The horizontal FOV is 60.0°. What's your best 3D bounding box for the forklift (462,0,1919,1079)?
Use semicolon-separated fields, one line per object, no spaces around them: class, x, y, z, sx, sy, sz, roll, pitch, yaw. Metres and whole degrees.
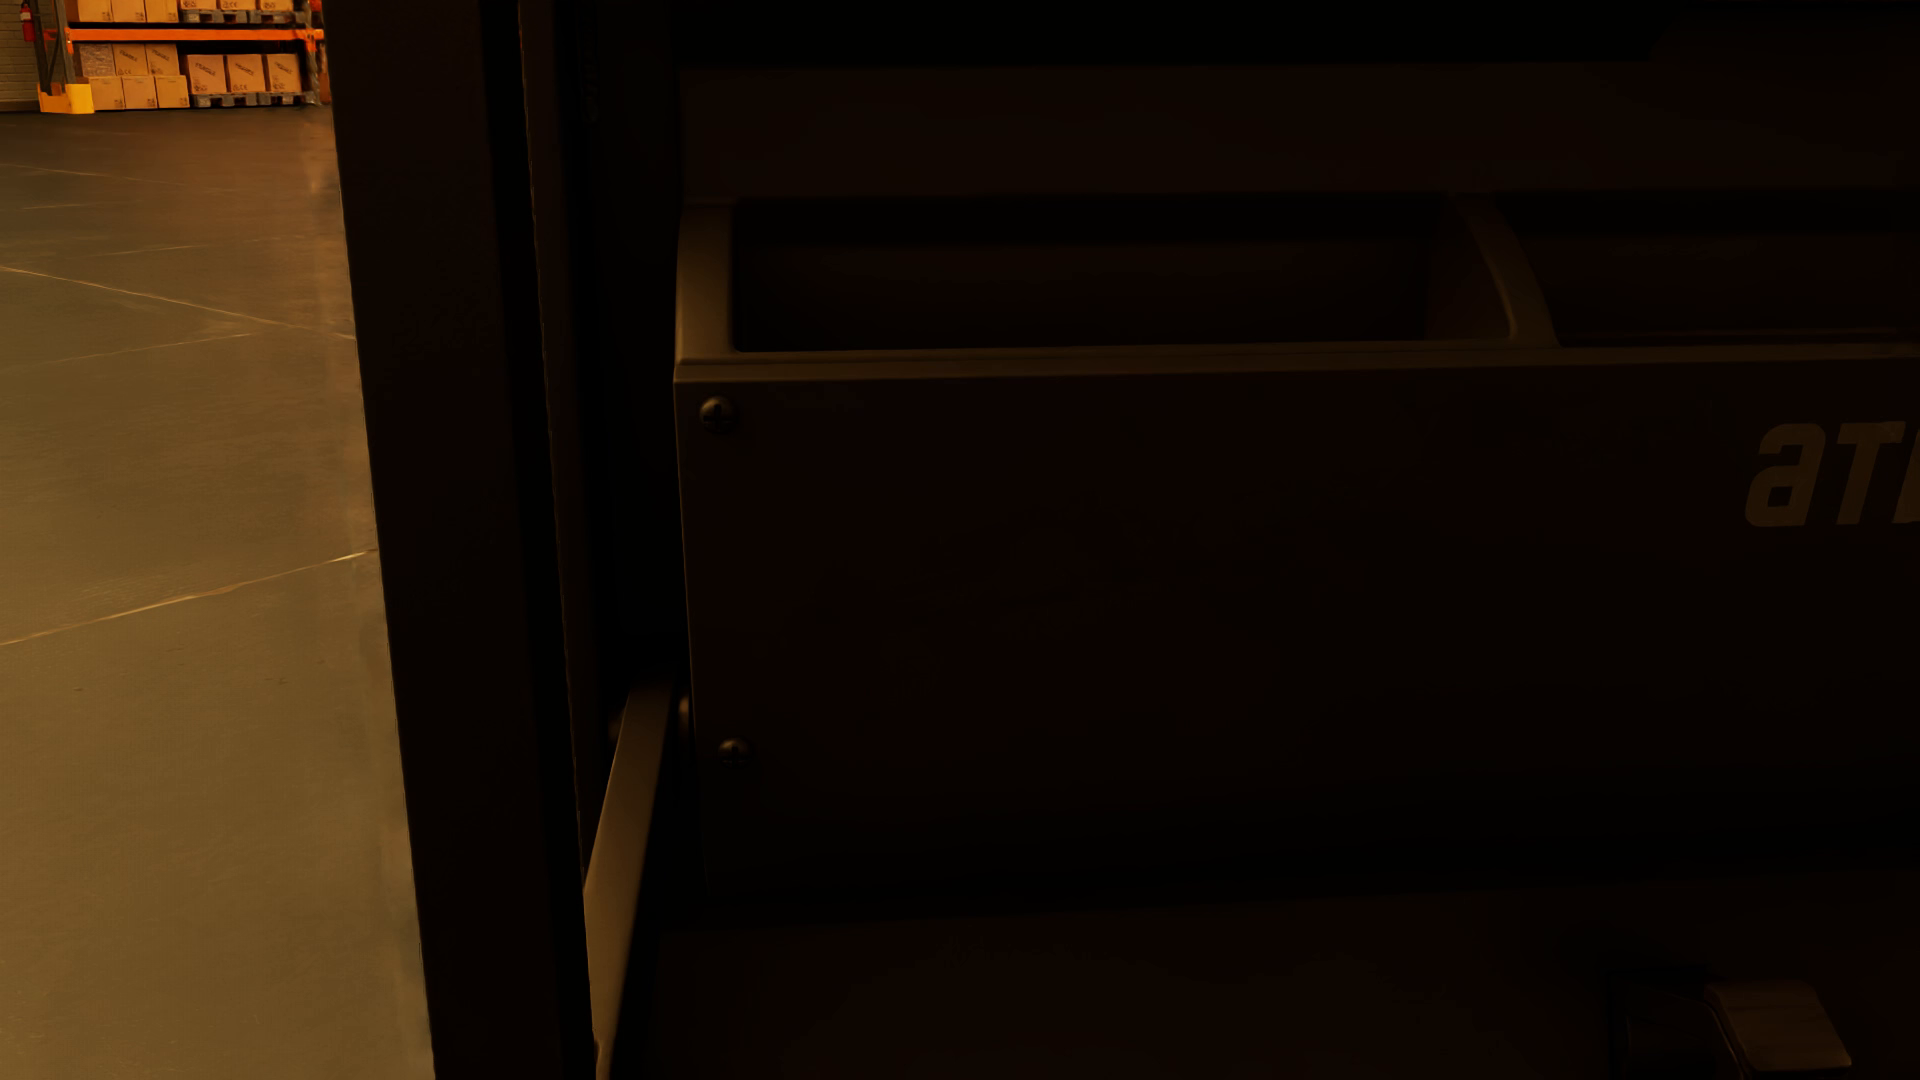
forklift;0.317;-0.570;0.775;1.130;2.935;3.031;-2;17;-6
